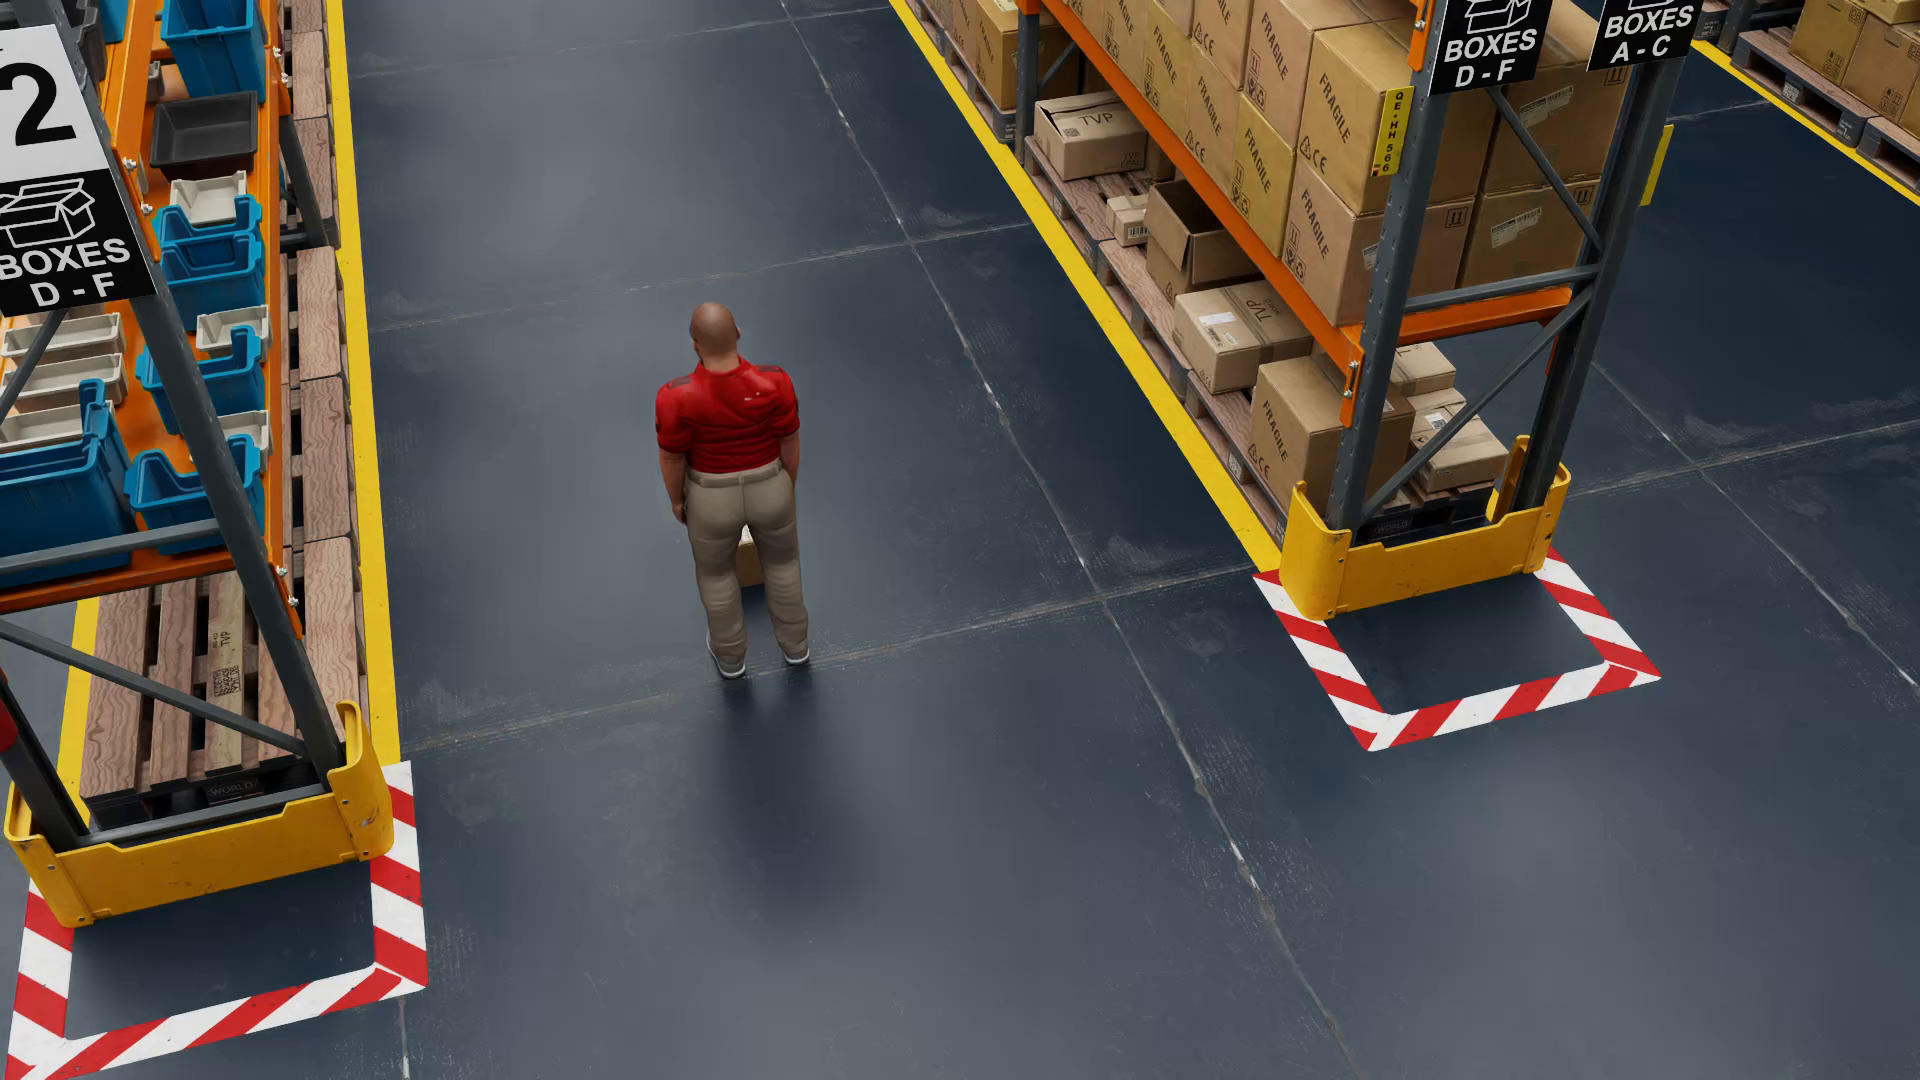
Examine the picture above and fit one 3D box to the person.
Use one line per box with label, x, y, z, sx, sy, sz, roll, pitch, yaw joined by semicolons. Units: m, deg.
person;-0.869;-0.187;6.390;0.529;1.722;0.359;-11;43;-12
